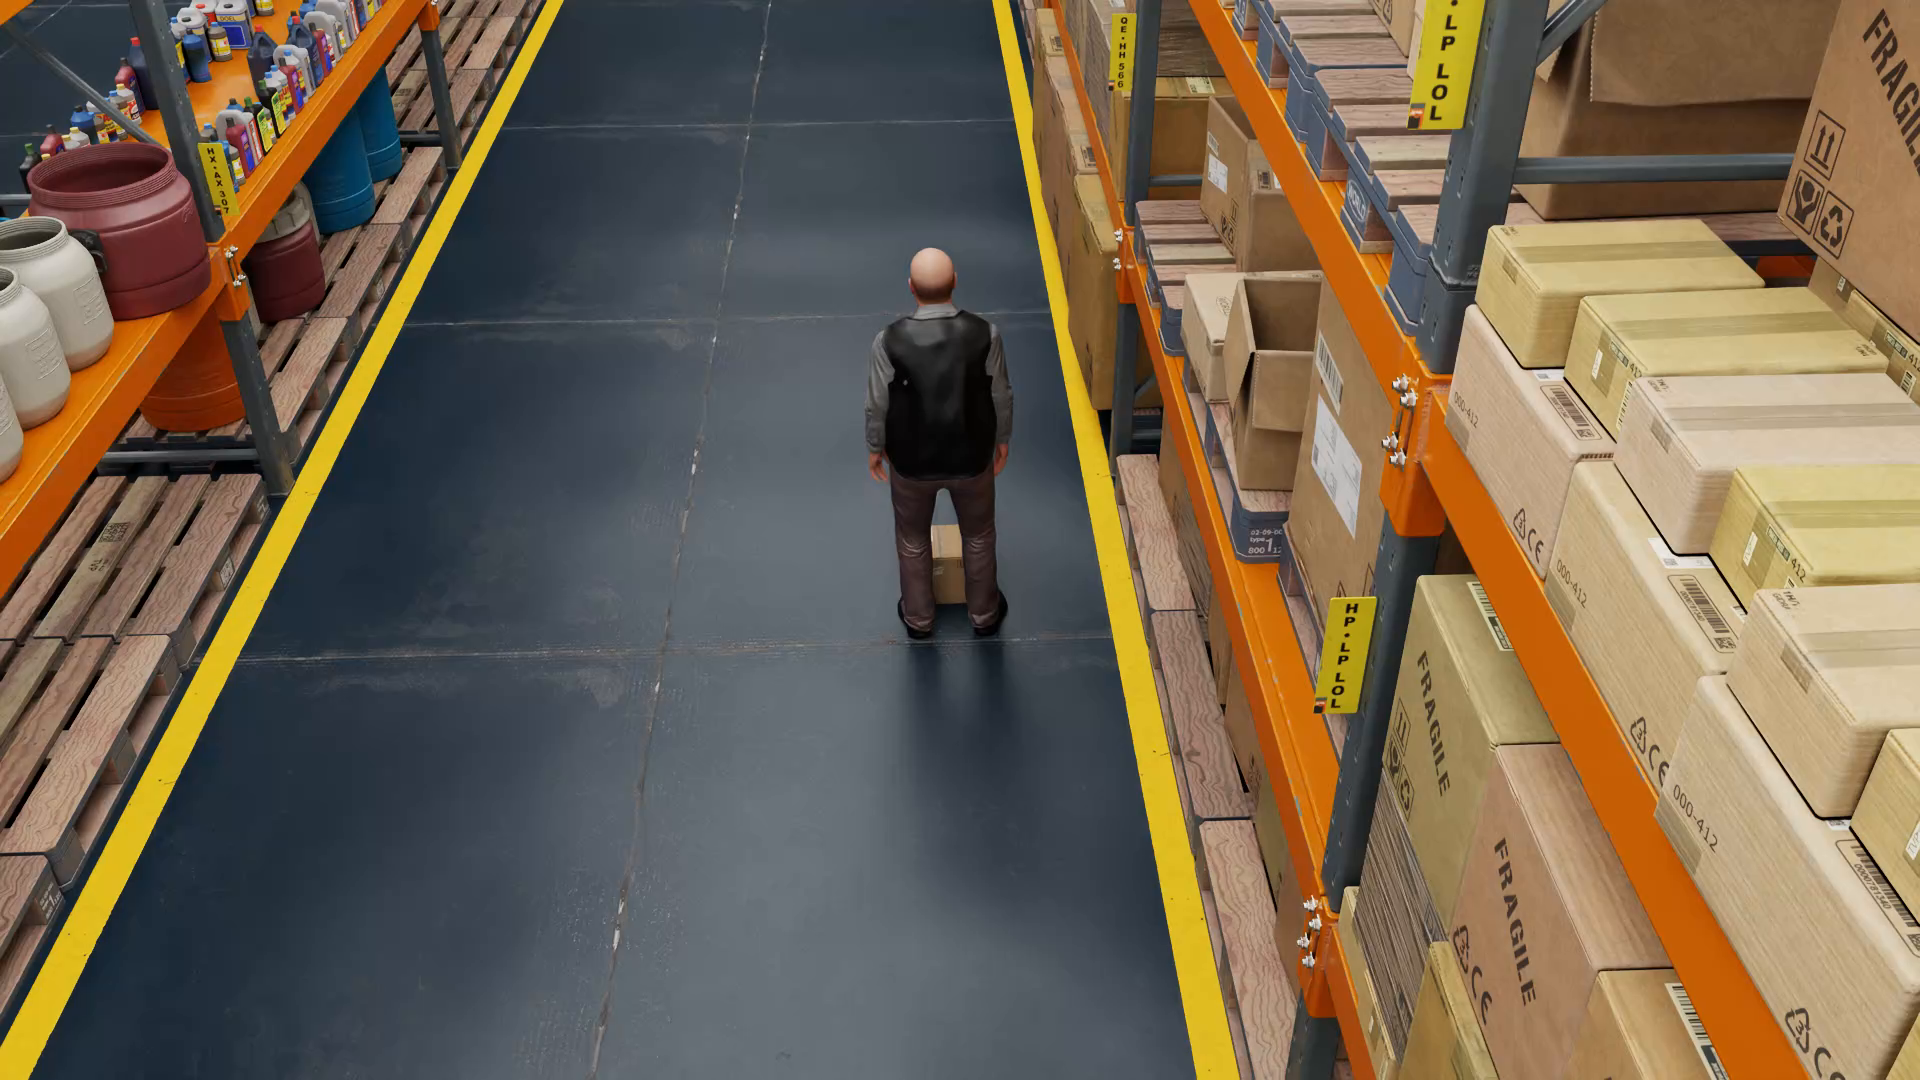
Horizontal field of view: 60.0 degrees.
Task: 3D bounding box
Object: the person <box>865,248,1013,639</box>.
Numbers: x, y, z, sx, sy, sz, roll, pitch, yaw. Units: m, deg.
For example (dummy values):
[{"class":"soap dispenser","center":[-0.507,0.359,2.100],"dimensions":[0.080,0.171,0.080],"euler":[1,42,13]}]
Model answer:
[{"class":"person","center":[-0.078,-0.336,6.644],"dimensions":[0.594,1.722,0.419],"euler":[-3,35,-5]}]
